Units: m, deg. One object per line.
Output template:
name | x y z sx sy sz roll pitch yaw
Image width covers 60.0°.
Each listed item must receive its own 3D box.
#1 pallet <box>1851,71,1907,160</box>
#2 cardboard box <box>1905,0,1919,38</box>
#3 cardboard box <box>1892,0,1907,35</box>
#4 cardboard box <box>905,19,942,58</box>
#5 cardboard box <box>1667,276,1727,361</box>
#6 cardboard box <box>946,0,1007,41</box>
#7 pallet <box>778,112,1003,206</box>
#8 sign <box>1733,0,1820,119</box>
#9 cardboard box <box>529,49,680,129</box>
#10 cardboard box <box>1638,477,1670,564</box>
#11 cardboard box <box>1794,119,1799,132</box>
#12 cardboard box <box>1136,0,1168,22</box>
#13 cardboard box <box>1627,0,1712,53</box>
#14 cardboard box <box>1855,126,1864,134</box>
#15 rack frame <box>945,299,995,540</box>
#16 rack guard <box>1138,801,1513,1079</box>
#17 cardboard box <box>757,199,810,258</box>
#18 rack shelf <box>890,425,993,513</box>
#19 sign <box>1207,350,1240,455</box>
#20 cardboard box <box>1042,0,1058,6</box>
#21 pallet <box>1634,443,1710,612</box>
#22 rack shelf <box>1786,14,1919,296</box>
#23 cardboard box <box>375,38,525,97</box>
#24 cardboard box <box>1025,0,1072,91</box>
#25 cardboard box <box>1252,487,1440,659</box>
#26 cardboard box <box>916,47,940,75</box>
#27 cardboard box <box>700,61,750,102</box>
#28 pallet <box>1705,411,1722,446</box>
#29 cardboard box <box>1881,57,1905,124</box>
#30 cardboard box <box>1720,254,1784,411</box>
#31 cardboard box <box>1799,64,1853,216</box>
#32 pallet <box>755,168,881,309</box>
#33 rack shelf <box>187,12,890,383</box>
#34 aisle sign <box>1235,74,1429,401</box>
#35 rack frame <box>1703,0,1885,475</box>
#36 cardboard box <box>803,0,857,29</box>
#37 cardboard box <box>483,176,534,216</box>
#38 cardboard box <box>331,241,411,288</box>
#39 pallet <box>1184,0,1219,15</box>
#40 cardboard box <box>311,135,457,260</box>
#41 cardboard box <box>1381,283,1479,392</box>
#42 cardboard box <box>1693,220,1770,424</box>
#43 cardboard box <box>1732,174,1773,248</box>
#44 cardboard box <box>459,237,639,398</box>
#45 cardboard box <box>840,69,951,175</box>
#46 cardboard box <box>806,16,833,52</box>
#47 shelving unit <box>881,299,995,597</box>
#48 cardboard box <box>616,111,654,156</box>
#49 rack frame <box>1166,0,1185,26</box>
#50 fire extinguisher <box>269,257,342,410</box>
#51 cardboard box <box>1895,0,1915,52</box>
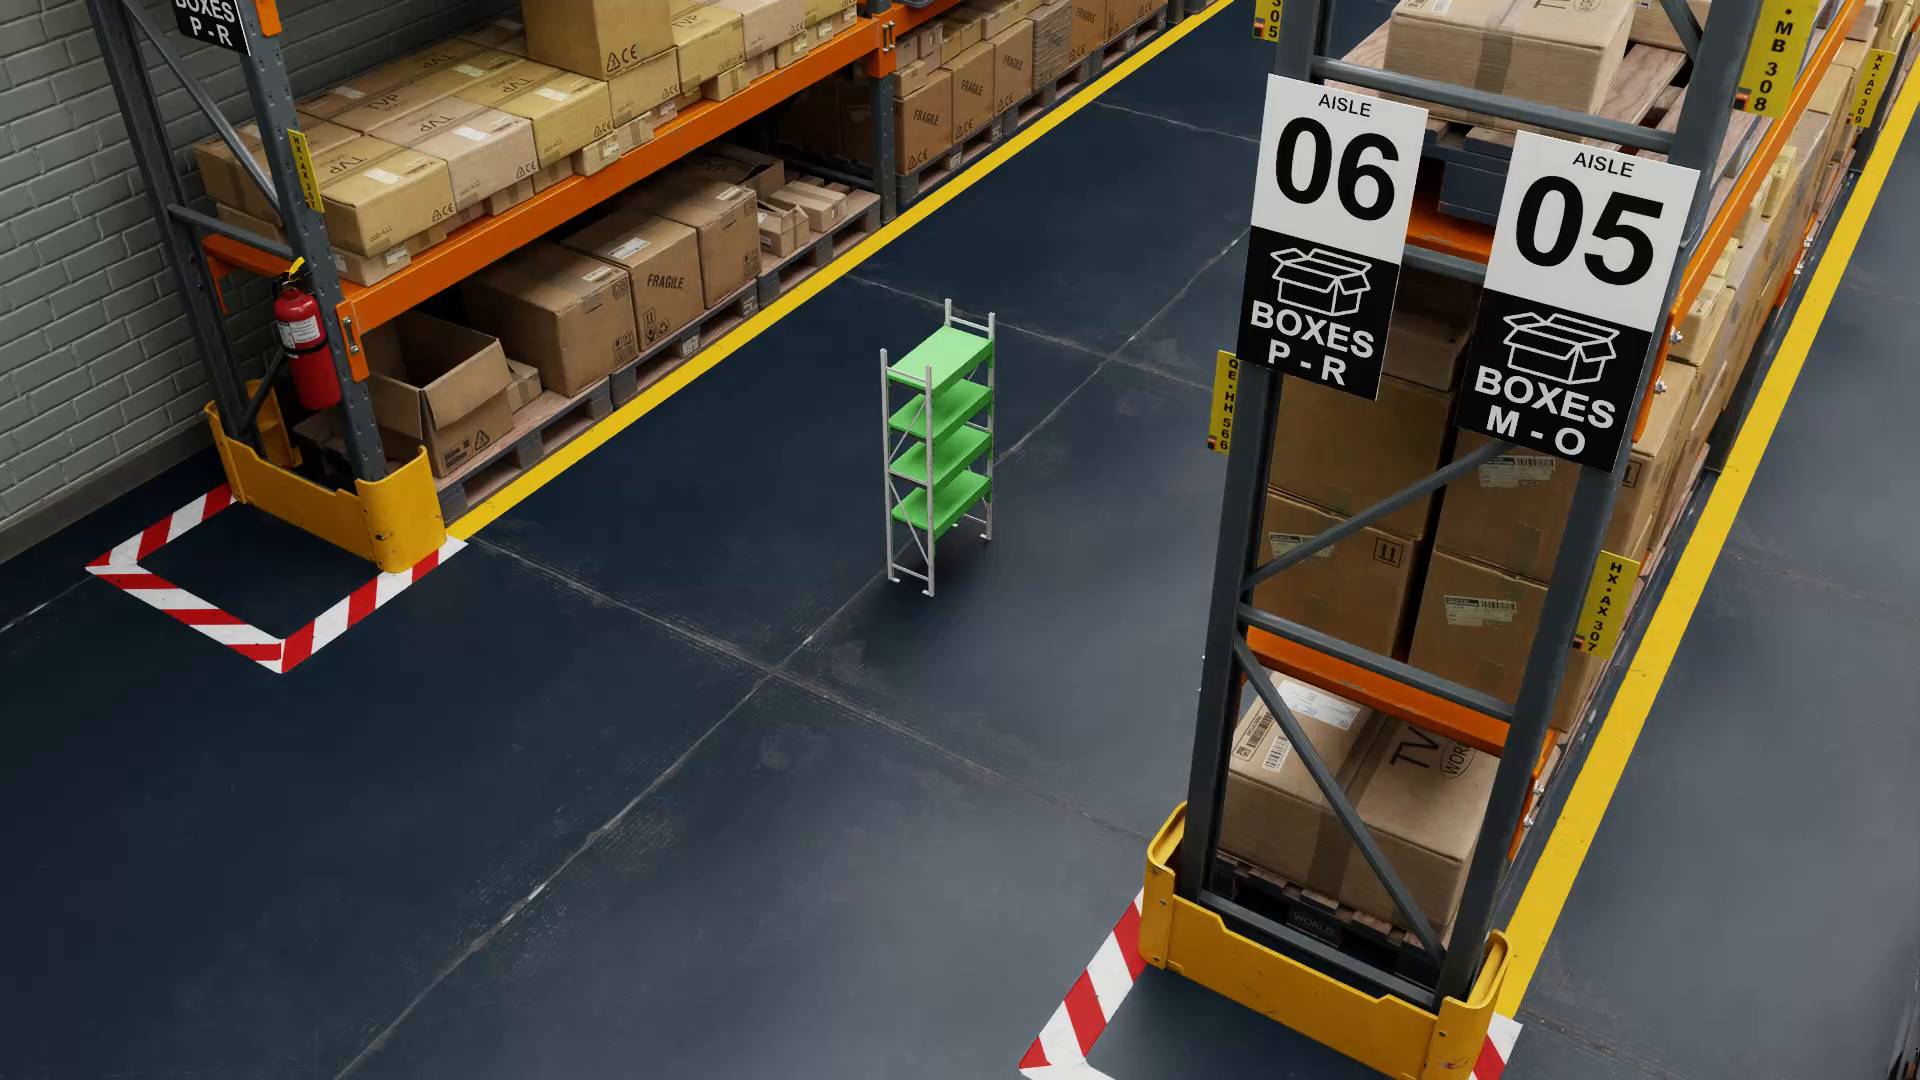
pallet | 5.908 -3.061 11.548 1.003 0.211 1.213 21 42 25
cardboard box | 5.176 -3.089 9.424 0.500 0.250 0.500 22 43 26
cardboard box | 4.343 -2.798 8.022 0.500 0.500 0.500 20 42 24
cardboard box | -0.333 -3.121 10.270 0.380 0.149 0.250 19 42 23
cardboard box | 1.942 -0.679 4.741 0.380 0.149 0.250 23 43 26
cardboard box | 0.080 -3.420 10.902 0.380 0.149 0.250 21 42 25
pallet | -0.445 -2.650 11.015 1.003 0.211 1.213 21 42 25
sign | 1.667 -1.020 3.378 0.100 0.325 0.005 21 42 25
cardboard box | -1.726 -2.258 8.101 0.500 0.250 0.500 20 42 24
cardboard box | 1.949 -0.102 5.343 0.500 0.500 0.500 21 42 25
cardboard box | 2.710 -1.492 5.797 0.380 0.149 0.250 20 42 24
cardboard box | 1.250 -4.273 12.539 0.500 0.500 0.500 22 43 26
cardboard box | 1.979 -1.419 4.457 0.380 0.149 0.250 23 43 27
cardboard box | 4.367 -2.308 8.410 0.500 0.250 0.500 21 42 25
rack frame | 0.042 -0.516 7.436 0.240 1.200 0.015 21 42 25
rack guard | 1.189 1.364 5.572 1.175 0.500 0.348 21 42 25
cardboard box | -1.090 -1.839 9.574 0.396 0.266 0.258 23 43 27
rack shelf | -0.089 -0.339 7.312 0.258 0.148 0.480 21 42 25
sign | 0.751 -0.376 4.638 0.100 0.325 0.005 21 42 25
cardboard box | 0.510 -3.806 11.402 0.380 0.149 0.250 19 42 23
pallet | 2.871 -0.230 7.876 1.003 0.211 1.213 21 42 25
rack shelf | 4.416 -2.447 9.057 1.077 0.370 4.000 21 42 25
cardboard box | -2.422 -2.162 7.977 0.500 0.250 0.500 23 43 26
cardboard box | 0.432 -3.474 11.502 0.500 0.500 0.500 20 42 24
cardboard box | 1.237 -0.014 5.229 0.500 0.500 0.500 21 42 25
cardboard box | -0.348 -3.022 10.385 0.380 0.149 0.250 20 42 24
cardboard box | -1.322 -2.426 8.645 0.380 0.149 0.250 21 42 24
pallet | 3.695 -1.019 8.899 1.003 0.211 1.213 21 42 25
cardboard box | 5.799 -3.177 11.222 0.950 0.372 0.625 18 41 22
cardboard box | 2.784 -0.887 6.362 0.500 0.500 0.500 21 42 24
cardboard box | 3.047 -1.544 6.395 0.500 0.500 0.500 21 42 24
pallet | -1.217 -1.864 9.996 1.003 0.211 1.213 21 42 25
rack shelf | -1.920 -2.007 8.485 1.077 0.370 4.000 21 42 25
aisle sign | 0.901 -0.733 4.114 0.394 0.787 0.004 21 42 25
rack frame | 3.345 -1.701 7.500 1.000 3.000 0.127 21 42 25
cardboard box | -0.915 -3.039 9.114 0.500 0.250 0.500 22 43 26
cardboard box | -2.188 -1.644 7.632 0.380 0.149 0.250 23 43 26
cardboard box | -2.584 -1.241 7.108 0.380 0.149 0.250 21 42 25
pallet | 1.769 -4.692 13.663 1.003 0.211 1.213 21 42 25
cardboard box | -2.521 -1.465 7.072 0.500 0.250 0.500 21 42 25
cardboard box | 1.225 -0.582 4.616 0.380 0.149 0.250 22 43 26
cardboard box | 2.240 -0.765 5.385 0.500 0.500 0.500 21 42 25
cardboard box | 2.333 -1.088 5.272 0.380 0.149 0.250 22 43 26
cardboard box | -2.093 -1.149 8.487 0.700 0.500 0.500 23 43 27
cardboard box | -0.399 -2.675 10.466 0.500 0.500 0.500 23 43 27
cardboard box | -0.927 -2.835 9.176 0.380 0.149 0.250 22 43 26
shelving unit | -0.089 -0.390 7.273 0.258 1.200 0.503 21 42 25
cardboard box | -1.728 -2.031 8.133 0.380 0.149 0.250 22 43 26
rack frame | 1.295 -5.385 12.278 1.000 3.000 0.127 21 42 25
fire extinguisher | -2.680 -0.855 6.771 0.296 0.674 0.183 21 42 25
cardboard box | 4.636 -2.765 8.593 0.500 0.250 0.500 20 42 24
